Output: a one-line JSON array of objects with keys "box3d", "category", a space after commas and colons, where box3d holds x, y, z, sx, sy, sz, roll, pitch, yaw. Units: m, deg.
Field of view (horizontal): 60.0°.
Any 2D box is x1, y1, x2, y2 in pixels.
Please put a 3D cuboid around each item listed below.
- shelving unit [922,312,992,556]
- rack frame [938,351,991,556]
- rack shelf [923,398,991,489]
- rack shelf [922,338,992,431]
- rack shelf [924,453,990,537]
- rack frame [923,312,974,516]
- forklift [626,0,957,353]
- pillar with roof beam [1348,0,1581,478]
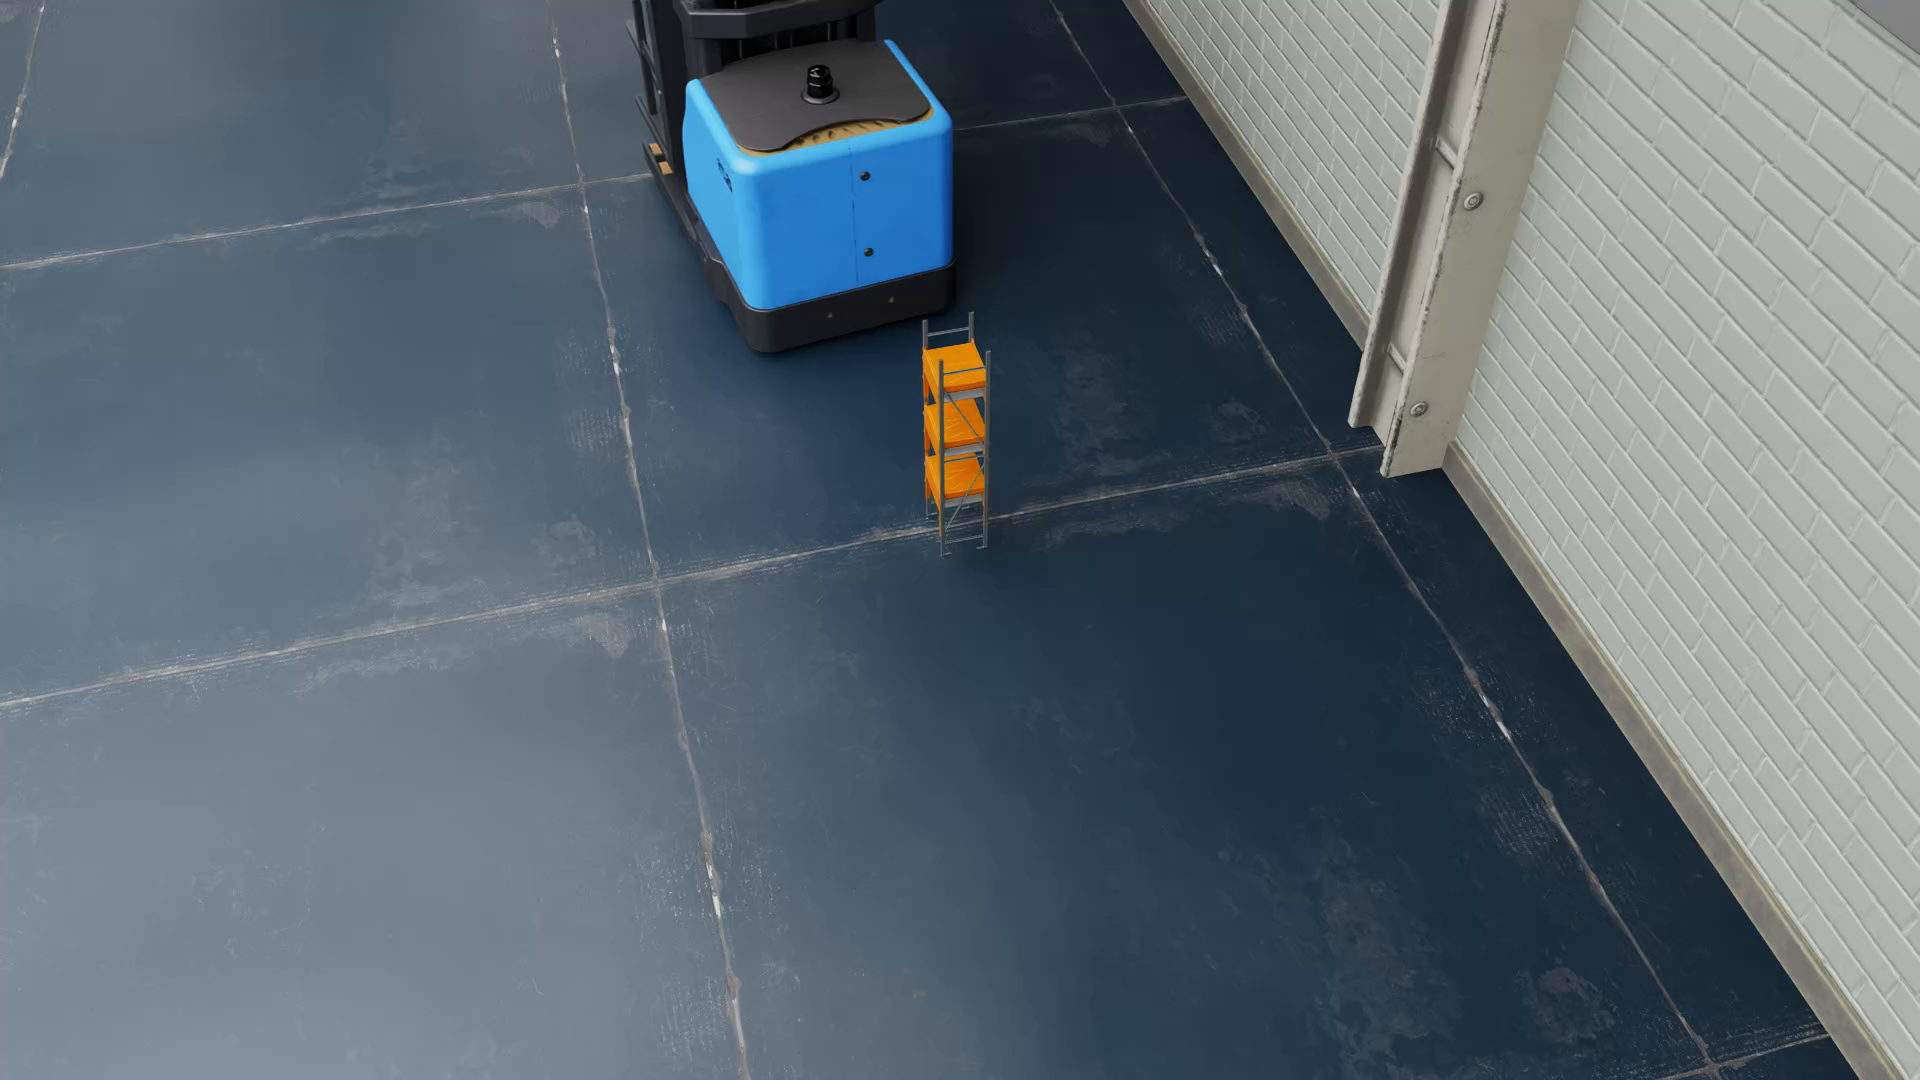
[{"box3d": [-0.014, -0.404, 6.662, 0.215, 1.050, 0.252, -11, 47, -10], "category": "shelving unit"}, {"box3d": [0.017, -0.320, 6.579, 0.200, 1.050, 0.008, -11, 47, -10], "category": "rack frame"}, {"box3d": [-0.014, -0.397, 6.670, 0.215, 0.259, 0.240, -11, 47, -10], "category": "rack shelf"}, {"box3d": [-0.014, -0.596, 6.467, 0.215, 0.259, 0.240, -11, 47, -10], "category": "rack shelf"}, {"box3d": [-0.014, -0.202, 6.868, 0.215, 0.259, 0.240, -11, 47, -10], "category": "rack shelf"}, {"box3d": [-0.045, -0.489, 6.745, 0.200, 1.050, 0.008, -11, 47, -10], "category": "rack frame"}, {"box3d": [-1.046, -2.968, 7.858, 1.130, 2.935, 3.031, -16, 48, -15], "category": "forklift"}, {"box3d": [-2.208, -2.798, 3.443, 9.100, 9.000, 0.400, -11, 47, -10], "category": "pillar with roof beam"}]
